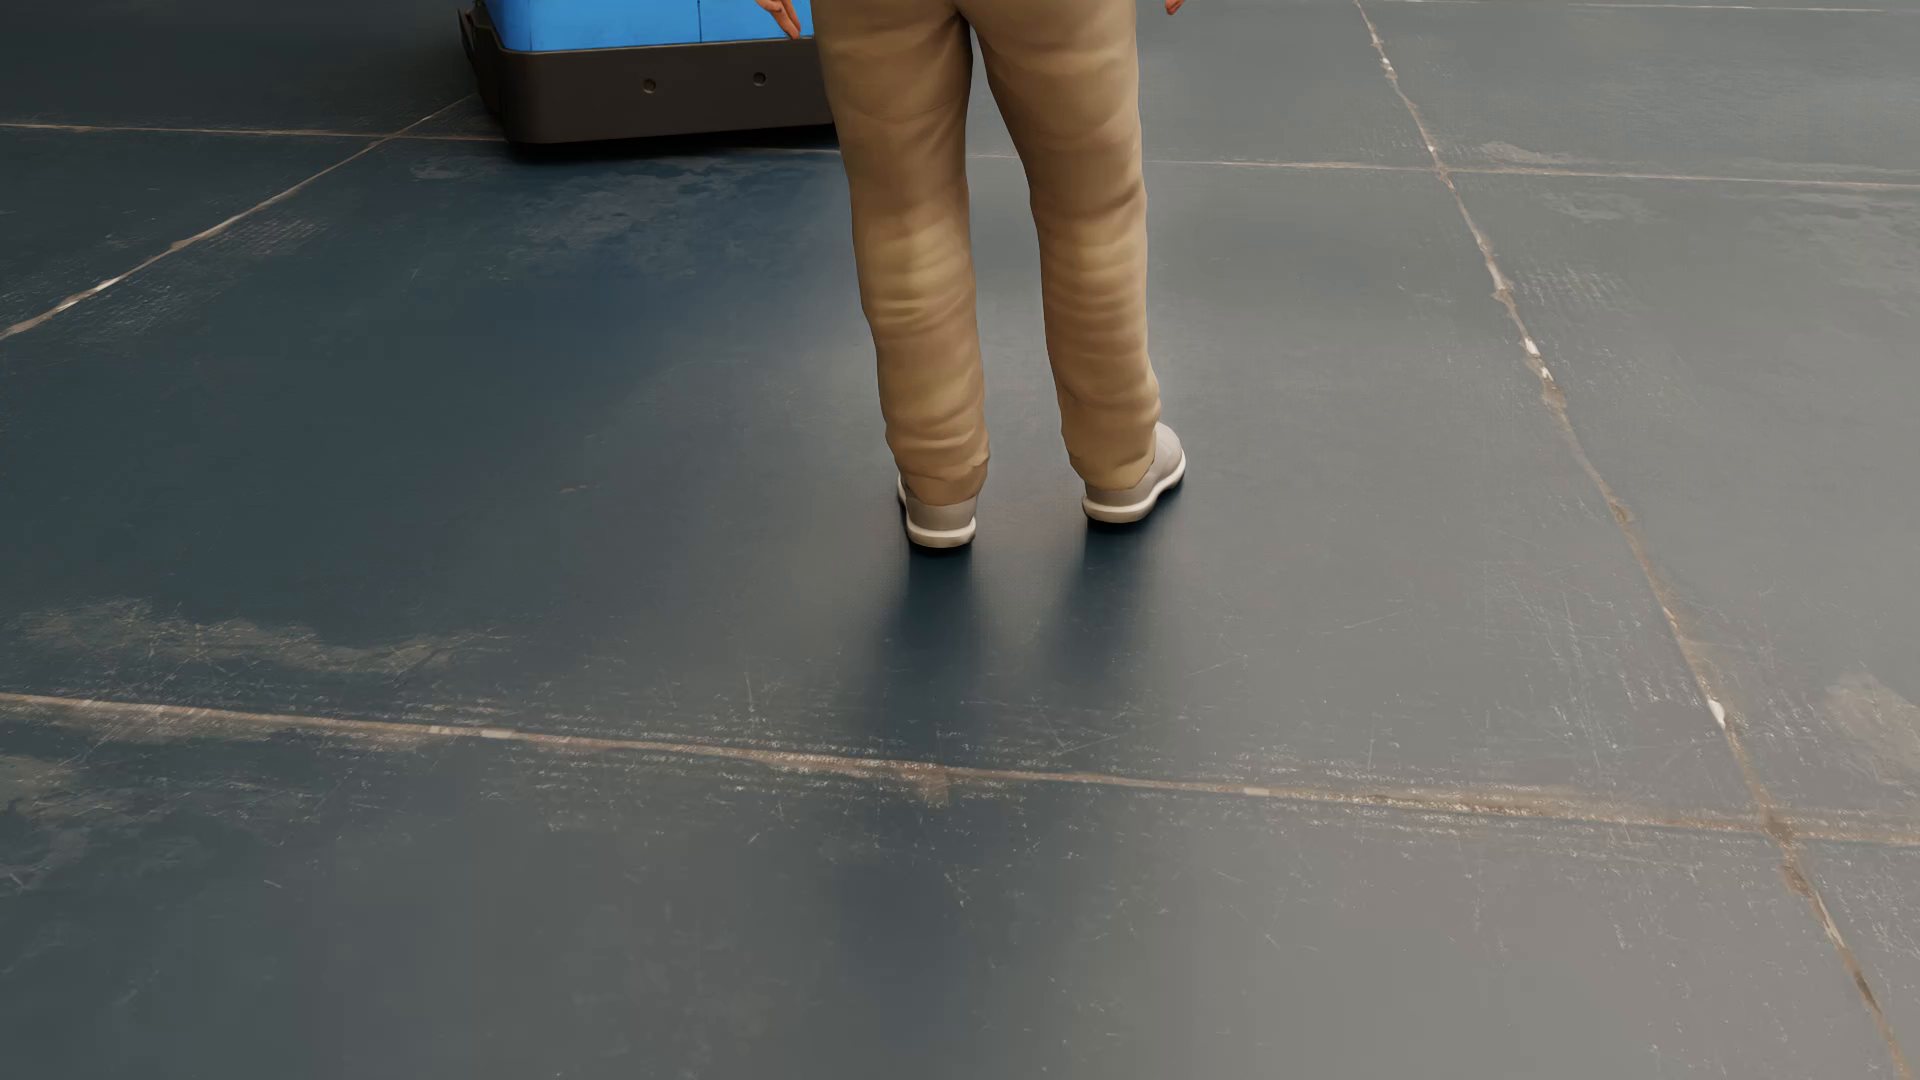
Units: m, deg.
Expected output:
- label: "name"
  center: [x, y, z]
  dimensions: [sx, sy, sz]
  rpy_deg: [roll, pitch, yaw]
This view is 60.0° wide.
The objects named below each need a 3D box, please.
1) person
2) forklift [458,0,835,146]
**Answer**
- label: "person"
  center: [0.024, -0.820, 2.189]
  dimensions: [0.641, 1.728, 0.550]
  rpy_deg: [3, 27, 7]
- label: "forklift"
  center: [-1.168, -3.015, 5.260]
  dimensions: [1.130, 2.935, 3.031]
  rpy_deg: [-8, 28, -16]
